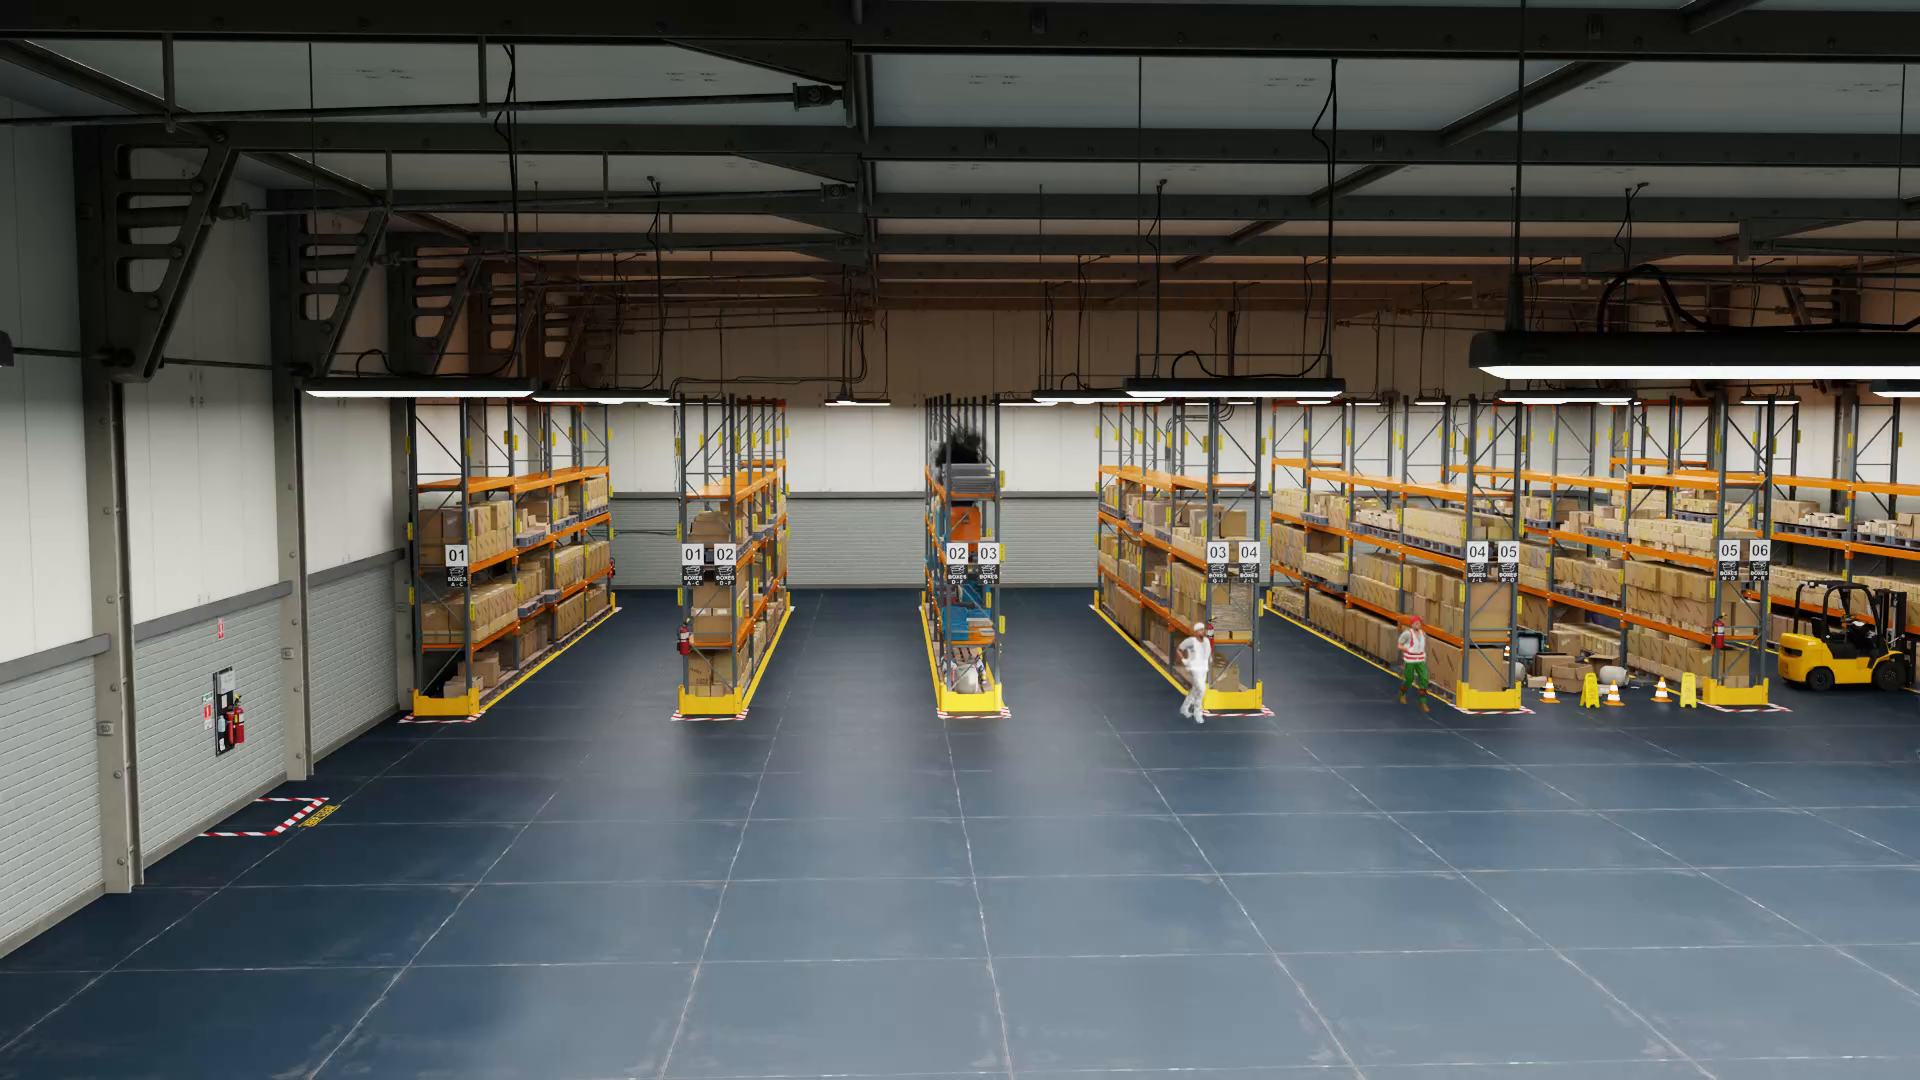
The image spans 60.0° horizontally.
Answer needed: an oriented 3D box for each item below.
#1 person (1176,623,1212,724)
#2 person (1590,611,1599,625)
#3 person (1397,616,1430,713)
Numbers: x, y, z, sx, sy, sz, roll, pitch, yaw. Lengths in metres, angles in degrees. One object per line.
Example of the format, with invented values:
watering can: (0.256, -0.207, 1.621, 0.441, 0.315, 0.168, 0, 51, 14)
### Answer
person: (4.352, 2.435, 30.553, 0.717, 1.851, 0.658, -4, 6, -38)
person: (16.084, 1.584, 42.203, 0.570, 1.694, 0.821, -1, 5, -9)
person: (8.640, 2.329, 31.689, 0.686, 1.798, 0.960, -1, 5, -14)
